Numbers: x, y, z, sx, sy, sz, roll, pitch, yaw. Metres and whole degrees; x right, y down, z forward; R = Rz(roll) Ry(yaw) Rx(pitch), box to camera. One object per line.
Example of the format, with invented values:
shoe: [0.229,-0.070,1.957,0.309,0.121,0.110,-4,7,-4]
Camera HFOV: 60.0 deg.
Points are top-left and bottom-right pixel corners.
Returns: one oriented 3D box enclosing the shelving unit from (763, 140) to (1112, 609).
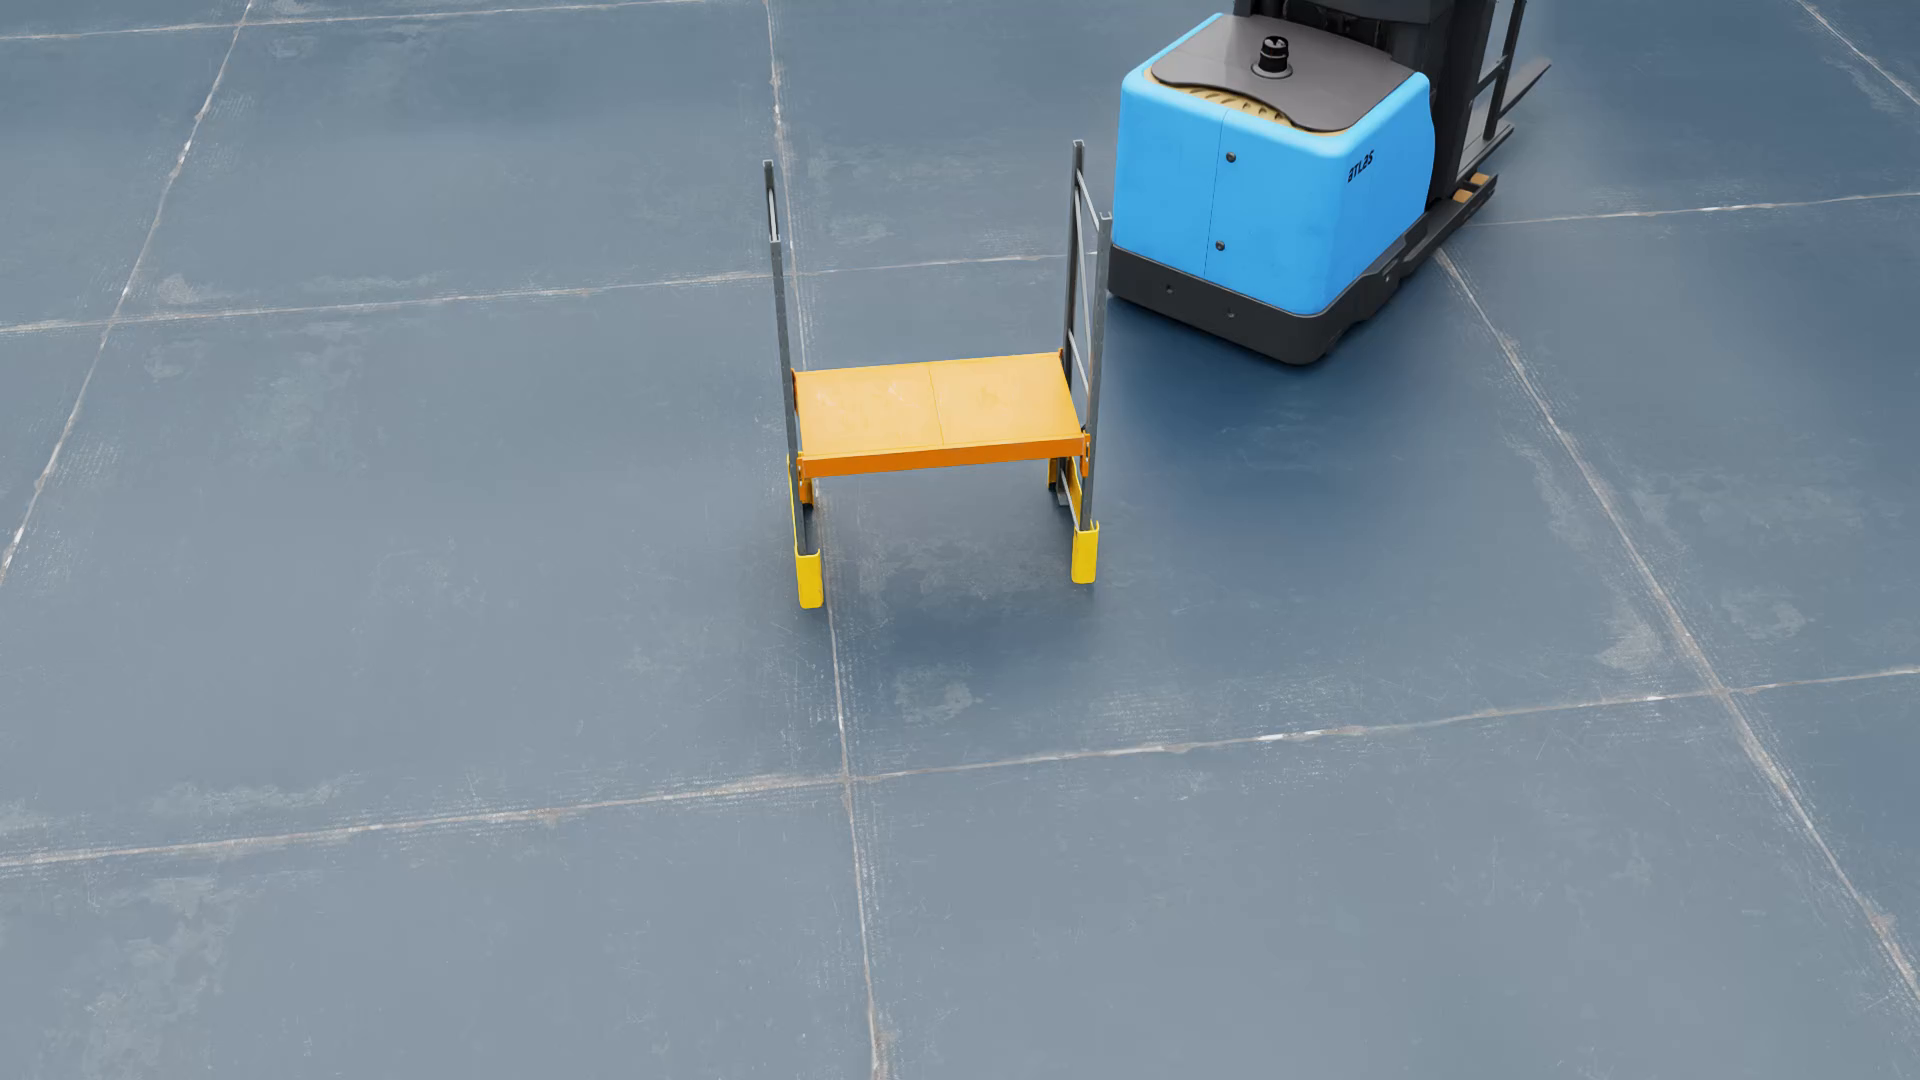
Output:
shelving unit: [-0.076,-0.550,5.740,1.083,1.500,0.587,-5,42,-6]

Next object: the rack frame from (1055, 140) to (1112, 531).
rack frame: [0.419,-0.594,5.788,0.032,1.500,0.500,-5,42,-6]

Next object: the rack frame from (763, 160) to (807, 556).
rack frame: [-0.589,-0.505,5.691,0.032,1.500,0.500,-5,42,-6]

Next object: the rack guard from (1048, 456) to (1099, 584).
rack guard: [0.418,-0.129,6.207,0.087,0.250,0.587,-5,42,-6]

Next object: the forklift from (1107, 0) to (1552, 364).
forklift: [1.926,-2.763,7.124,1.130,2.935,3.031,27,48,26]

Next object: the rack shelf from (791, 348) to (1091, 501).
rack shelf: [-0.085,-0.416,5.860,1.000,0.185,0.538,-5,42,-6]

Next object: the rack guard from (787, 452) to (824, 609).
rack guard: [-0.569,-0.043,6.111,0.087,0.250,0.587,-5,42,-6]
